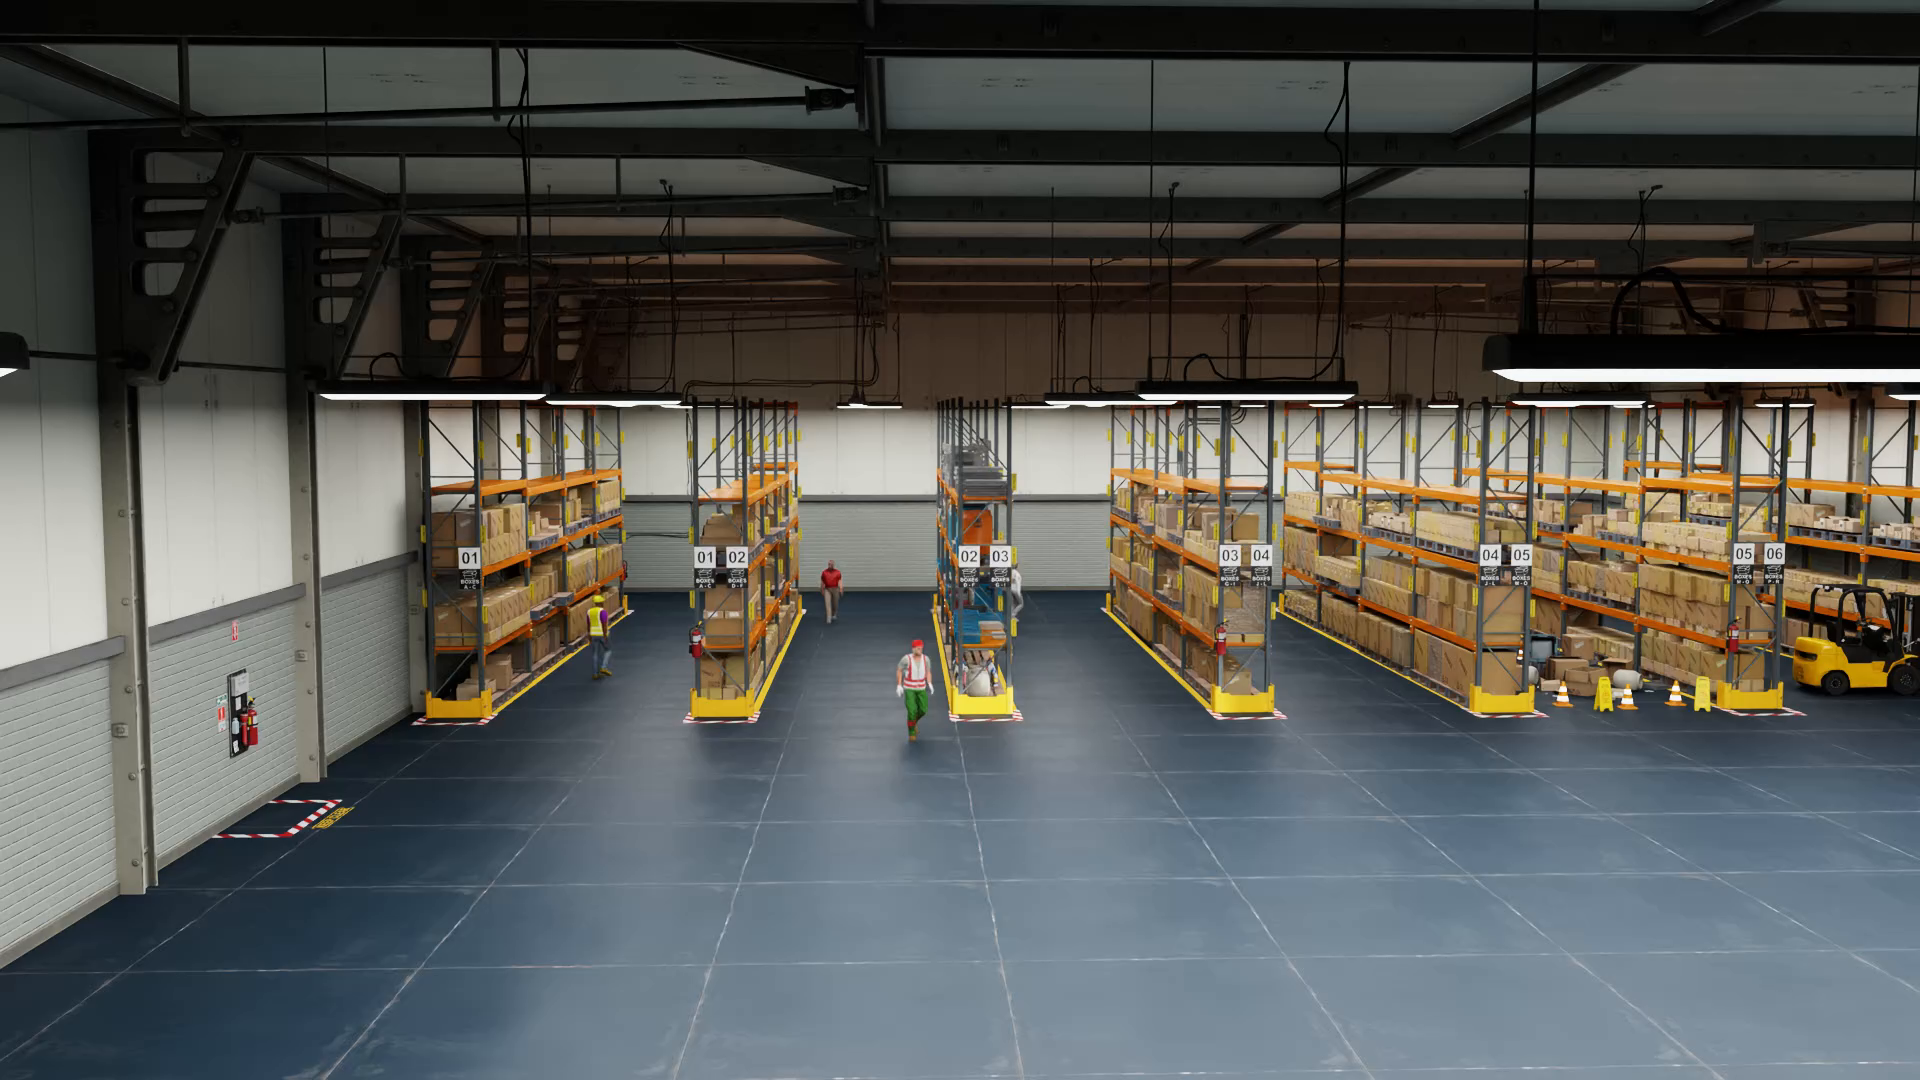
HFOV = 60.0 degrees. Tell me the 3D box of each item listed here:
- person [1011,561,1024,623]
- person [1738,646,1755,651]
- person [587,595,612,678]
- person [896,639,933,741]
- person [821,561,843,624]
[{"bbox_3d":[1.446,1.410,44.997,0.450,1.683,0.522,-3,6,-37],"label":"person"},{"bbox_3d":[17.095,2.070,36.109,0.524,1.828,0.563,-1,4,-7],"label":"person"},{"bbox_3d":[-7.791,2.067,35.782,0.566,1.744,0.529,1,5,11],"label":"person"},{"bbox_3d":[-0.835,2.599,29.136,0.610,1.770,0.679,-2,5,-25],"label":"person"},{"bbox_3d":[-3.481,1.389,45.080,0.591,1.663,1.058,0,4,-5],"label":"person"}]
